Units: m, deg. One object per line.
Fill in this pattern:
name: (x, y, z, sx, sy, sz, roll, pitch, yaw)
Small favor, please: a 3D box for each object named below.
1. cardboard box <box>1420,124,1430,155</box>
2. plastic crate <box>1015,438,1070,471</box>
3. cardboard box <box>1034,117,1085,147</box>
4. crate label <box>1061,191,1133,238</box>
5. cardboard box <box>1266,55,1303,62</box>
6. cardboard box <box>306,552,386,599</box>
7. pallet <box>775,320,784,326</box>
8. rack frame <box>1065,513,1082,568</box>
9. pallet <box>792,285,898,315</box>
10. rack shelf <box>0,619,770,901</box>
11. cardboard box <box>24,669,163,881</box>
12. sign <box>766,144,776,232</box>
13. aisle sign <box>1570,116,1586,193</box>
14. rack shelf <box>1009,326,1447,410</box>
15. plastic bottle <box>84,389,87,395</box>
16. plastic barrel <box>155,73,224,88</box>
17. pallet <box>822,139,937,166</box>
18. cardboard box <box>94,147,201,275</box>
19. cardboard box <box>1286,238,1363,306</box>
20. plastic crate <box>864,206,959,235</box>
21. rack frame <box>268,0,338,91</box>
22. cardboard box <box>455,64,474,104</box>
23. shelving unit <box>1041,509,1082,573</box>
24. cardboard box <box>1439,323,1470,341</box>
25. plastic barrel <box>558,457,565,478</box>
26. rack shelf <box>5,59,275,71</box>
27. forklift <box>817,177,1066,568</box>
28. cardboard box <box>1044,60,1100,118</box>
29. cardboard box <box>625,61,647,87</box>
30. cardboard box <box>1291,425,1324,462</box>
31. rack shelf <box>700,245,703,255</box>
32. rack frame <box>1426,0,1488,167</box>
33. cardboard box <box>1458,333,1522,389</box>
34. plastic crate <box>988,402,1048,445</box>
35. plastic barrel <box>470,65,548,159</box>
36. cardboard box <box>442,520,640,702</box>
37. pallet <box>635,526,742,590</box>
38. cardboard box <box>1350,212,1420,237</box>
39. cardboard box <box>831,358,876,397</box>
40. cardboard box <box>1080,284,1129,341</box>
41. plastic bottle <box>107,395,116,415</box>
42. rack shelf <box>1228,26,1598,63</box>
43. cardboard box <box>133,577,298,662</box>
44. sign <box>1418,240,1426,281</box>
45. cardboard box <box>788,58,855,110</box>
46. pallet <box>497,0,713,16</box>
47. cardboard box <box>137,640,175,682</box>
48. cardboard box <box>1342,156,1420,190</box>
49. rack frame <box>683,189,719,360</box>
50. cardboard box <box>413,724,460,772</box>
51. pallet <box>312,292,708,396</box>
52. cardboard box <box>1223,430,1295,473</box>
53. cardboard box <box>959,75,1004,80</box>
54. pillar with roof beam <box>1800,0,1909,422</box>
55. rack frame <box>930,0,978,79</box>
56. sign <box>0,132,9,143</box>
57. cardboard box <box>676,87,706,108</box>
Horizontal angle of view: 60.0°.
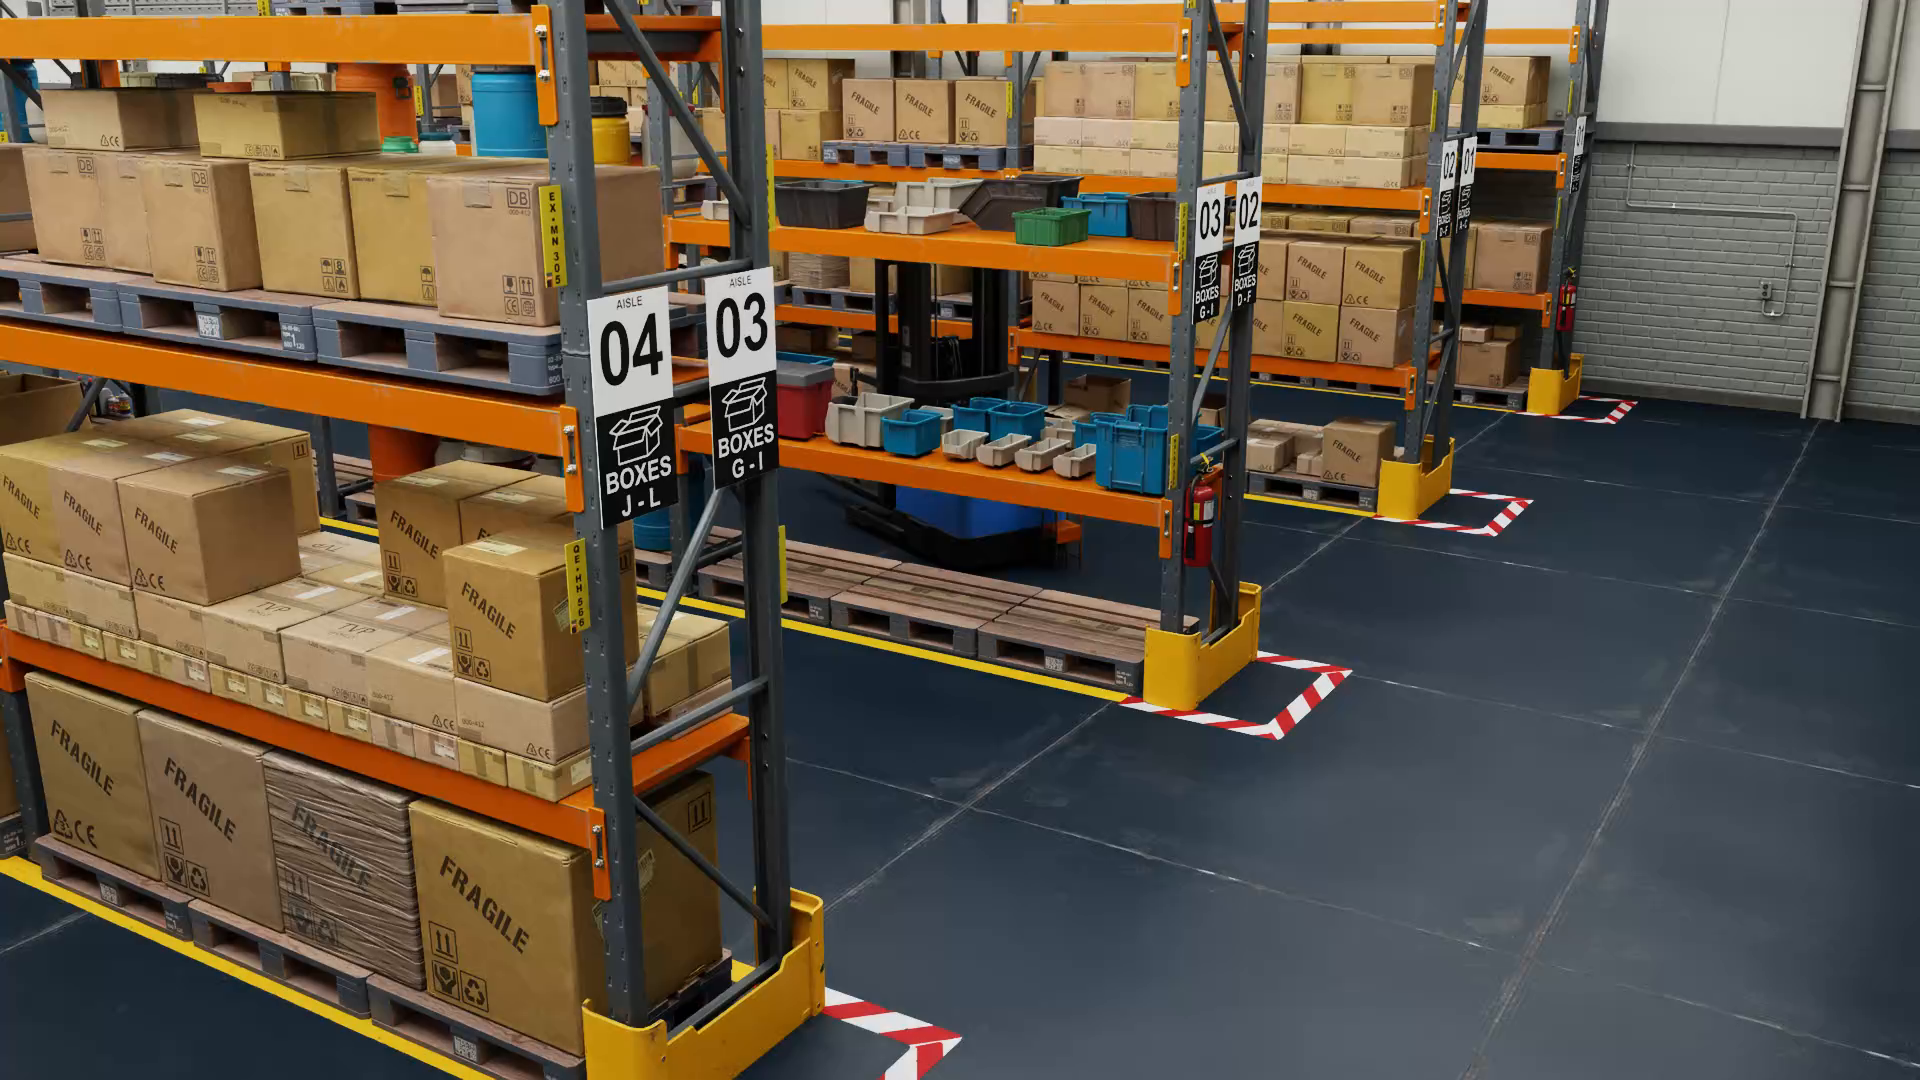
cardboard box: (3.854, -3.502, 14.486, 0.500, 0.250, 0.500, 10, 20, 30)
plastic crate: (0.531, -0.560, 10.914, 0.243, 0.136, 0.396, 10, 20, 30)
cardboard box: (1.031, -3.832, 15.574, 0.500, 0.250, 0.500, 10, 20, 30)
crate label: (0.943, -2.115, 10.778, 0.502, 0.251, 0.408, 10, 20, 30)
cardboard box: (3.797, -5.386, 19.363, 0.500, 0.500, 0.500, 10, 20, 30)
cardboard box: (-2.620, 0.253, 7.634, 0.500, 0.250, 0.500, 10, 19, 29)
pallet: (-2.817, -3.357, 24.570, 1.213, 0.211, 1.003, 10, 20, 30)
rack frame: (0.902, -0.307, 13.085, 0.008, 1.050, 0.200, -11, 20, -32)
pallet: (-1.002, -2.587, 17.568, 1.213, 0.211, 1.003, 10, 20, 30)
rack shelf: (-2.736, 0.736, 7.535, 4.000, 0.370, 1.077, 10, 20, 30)
cardboard box: (-3.920, 1.024, 8.284, 0.875, 0.875, 0.875, 10, 20, 30)
sign: (-0.737, -1.332, 6.304, 0.005, 0.325, 0.100, 10, 20, 30)
aisle sign: (6.649, -4.143, 17.886, 0.004, 0.787, 0.394, 10, 20, 30)
rack shelf: (2.451, -1.717, 15.610, 4.000, 0.370, 1.077, 10, 20, 30)
plastic bottle: (-9.212, -1.489, 17.422, 0.185, 0.351, 0.144, 10, 20, 30)
plastic barrel: (-7.004, -3.808, 15.234, 0.708, 0.901, 0.600, 10, 20, 30)
pallet: (-0.657, -3.984, 16.999, 1.003, 0.211, 1.213, 10, 20, 30)
cardboard box: (-3.286, -1.457, 7.290, 0.500, 0.500, 0.700, 11, 20, 33)
cardboard box: (3.201, -2.359, 14.595, 0.500, 0.500, 0.500, 11, 20, 32)
plastic crate: (-0.331, -2.092, 10.902, 0.530, 0.136, 0.437, 10, 20, 30)
rack frame: (-5.257, -4.618, 13.601, 0.127, 3.000, 1.000, 10, 20, 30)
cardboard box: (-5.565, -5.402, 19.587, 0.500, 0.500, 0.500, 10, 20, 31)
shelving unit: (0.800, -0.288, 13.021, 0.252, 1.050, 0.215, -11, 20, -32)
cardboard box: (5.673, -2.394, 19.065, 0.250, 0.149, 0.380, 11, 20, 32)
plastic barrel: (-2.907, -0.531, 13.355, 0.708, 0.901, 0.600, 10, 20, 30)
rack shelf: (-6.961, -4.387, 14.765, 4.000, 0.370, 1.077, 10, 20, 30)
forklift: (-0.327, -1.558, 13.966, 1.130, 2.935, 3.031, -10, 20, -30)
cardboard box: (1.181, -4.262, 15.699, 0.500, 0.500, 0.700, 10, 20, 30)
cardboard box: (-4.525, -6.871, 24.252, 0.500, 0.500, 0.500, 11, 20, 33)
cardboard box: (3.414, -0.881, 15.593, 0.500, 0.250, 0.500, 10, 20, 30)
rack shelf: (-5.185, -4.769, 25.660, 4.000, 0.370, 1.077, 10, 20, 30)
rack frame: (4.155, -4.627, 13.632, 0.127, 3.000, 1.000, 10, 20, 30)
cardboard box: (6.096, -2.071, 19.116, 0.500, 0.500, 0.700, 10, 20, 30)
plastic crate: (0.400, -0.799, 11.534, 0.300, 0.233, 0.416, 10, 20, 30)
plastic barrel: (-3.383, -3.237, 12.630, 0.708, 0.901, 0.600, 10, 20, 30)
cardboard box: (-1.585, 0.258, 6.328, 0.500, 0.500, 0.500, 10, 20, 31)
pallet: (-2.484, 0.068, 13.296, 1.213, 0.211, 1.003, 10, 20, 30)
cardboard box: (5.034, -3.429, 19.493, 0.700, 0.700, 0.980, 9, 19, 27)
cardboard box: (-1.102, -1.614, 17.578, 0.500, 0.500, 0.500, 9, 19, 28)
cardboard box: (1.477, -2.191, 15.761, 0.500, 0.500, 0.500, 11, 20, 31)
plastic bottle: (-8.881, -1.415, 17.438, 0.097, 0.201, 0.097, 0, 17, 0)
rack shelf: (5.040, -5.623, 18.837, 4.000, 0.370, 1.077, 10, 20, 30)
cardboard box: (-3.312, 0.308, 7.453, 0.500, 0.250, 0.500, 11, 20, 31)
sign: (3.848, -2.328, 13.847, 0.005, 0.325, 0.100, 10, 20, 30)
cardboard box: (-1.424, -4.712, 17.180, 0.500, 0.500, 0.500, 10, 20, 30)
pallet: (-2.570, -3.846, 12.073, 1.213, 0.211, 1.003, 10, 20, 30)
cardboard box: (-3.471, 0.494, 7.528, 0.250, 0.149, 0.380, 10, 19, 29)
cardboard box: (3.580, -3.133, 14.132, 0.500, 0.250, 0.500, 10, 20, 30)
rack frame: (-2.662, -2.974, 18.510, 0.127, 3.000, 1.000, 10, 20, 30)
cardboard box: (-1.945, 0.766, 6.631, 0.250, 0.149, 0.380, 10, 20, 30)
pallet: (-1.670, -0.807, 6.368, 1.213, 0.211, 1.003, 10, 20, 30)
cardboard box: (2.769, -0.825, 15.411, 0.500, 0.250, 0.500, 10, 20, 30)
cardboard box: (0.363, -5.837, 21.845, 0.500, 0.500, 0.700, 8, 19, 26)
pillar with roof beam: (7.245, -4.592, 13.516, 0.400, 9.000, 9.100, 10, 20, 30)
rack frame: (-0.072, -7.072, 21.679, 0.127, 3.000, 1.000, 10, 20, 30)
sign: (-8.963, -3.661, 15.596, 0.005, 0.325, 0.100, 10, 20, 30)
cardboard box: (-4.043, -6.318, 24.153, 0.500, 0.500, 0.500, 11, 20, 32)
